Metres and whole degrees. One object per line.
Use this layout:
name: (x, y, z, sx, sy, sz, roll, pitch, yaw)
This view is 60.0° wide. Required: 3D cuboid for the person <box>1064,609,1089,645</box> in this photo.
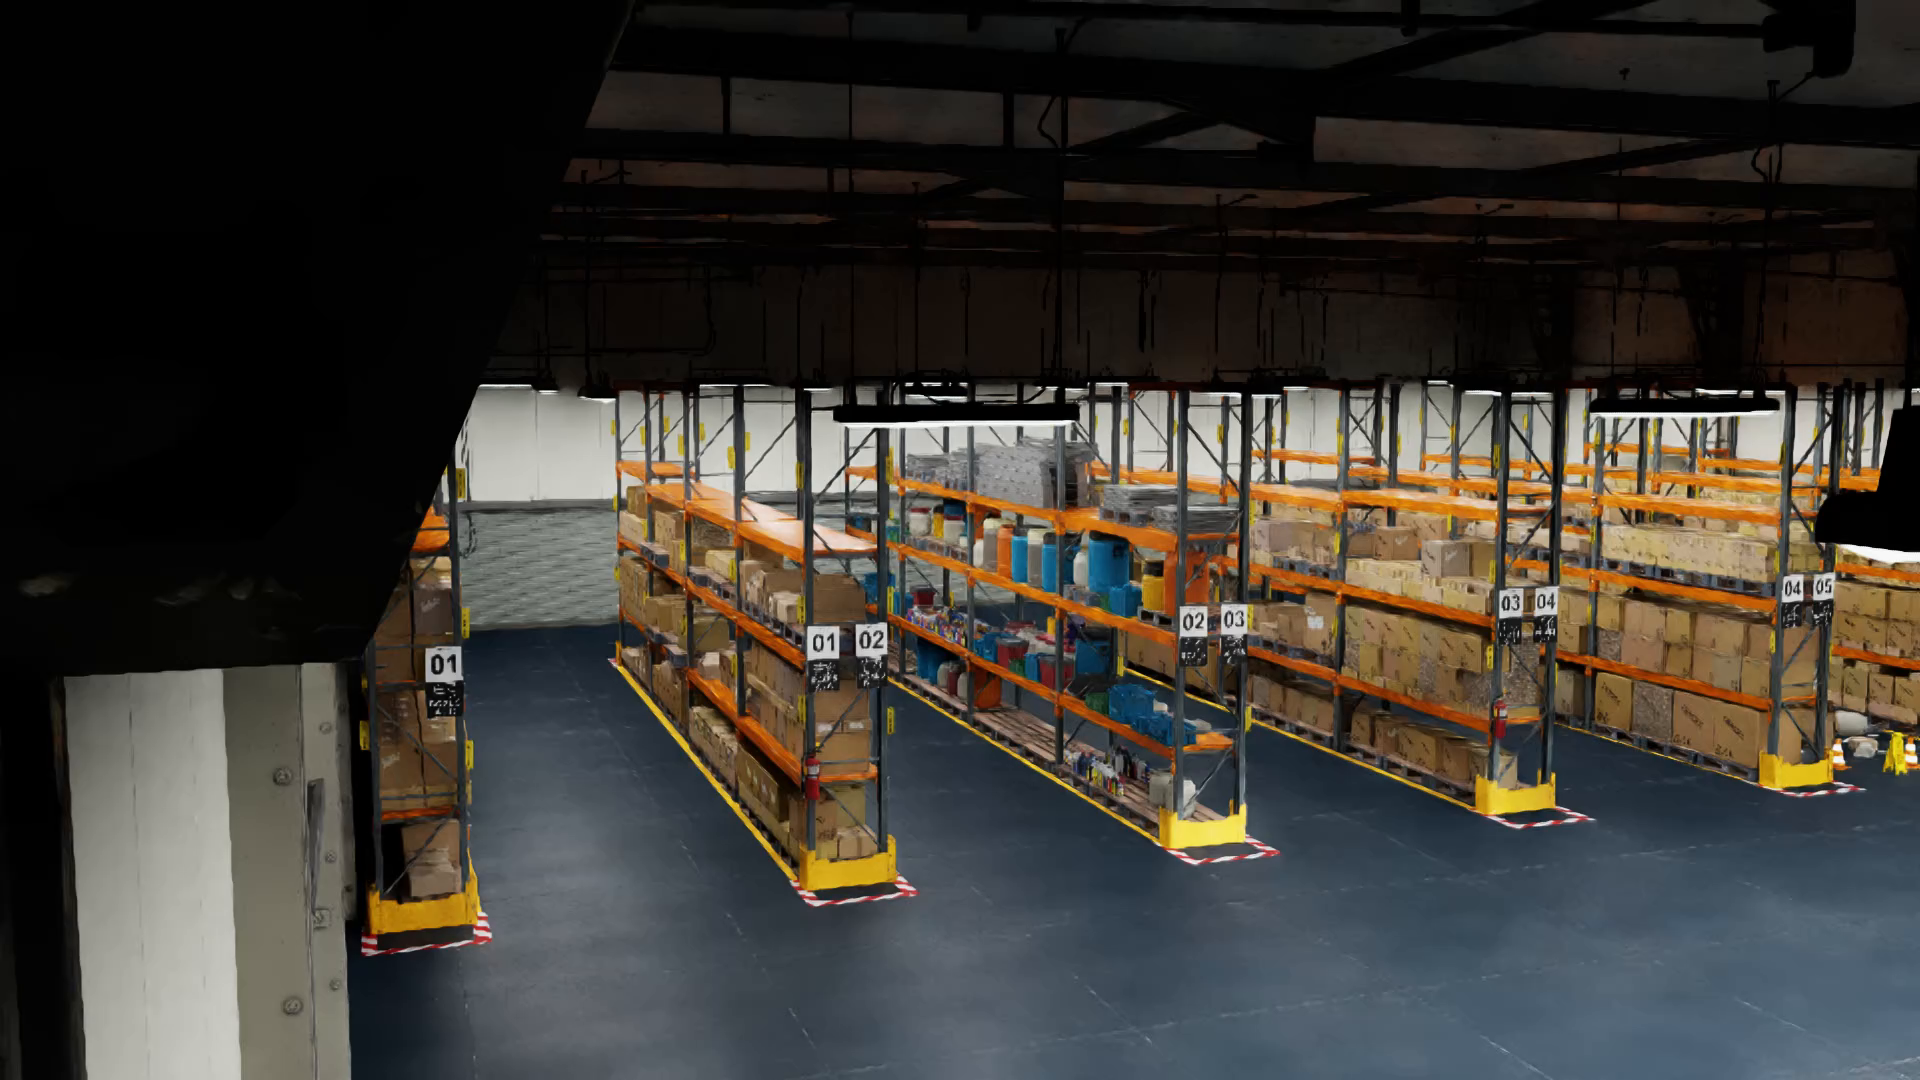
person: (2.420, 1.858, 34.916, 0.625, 1.596, 0.517, -2, 6, -20)
